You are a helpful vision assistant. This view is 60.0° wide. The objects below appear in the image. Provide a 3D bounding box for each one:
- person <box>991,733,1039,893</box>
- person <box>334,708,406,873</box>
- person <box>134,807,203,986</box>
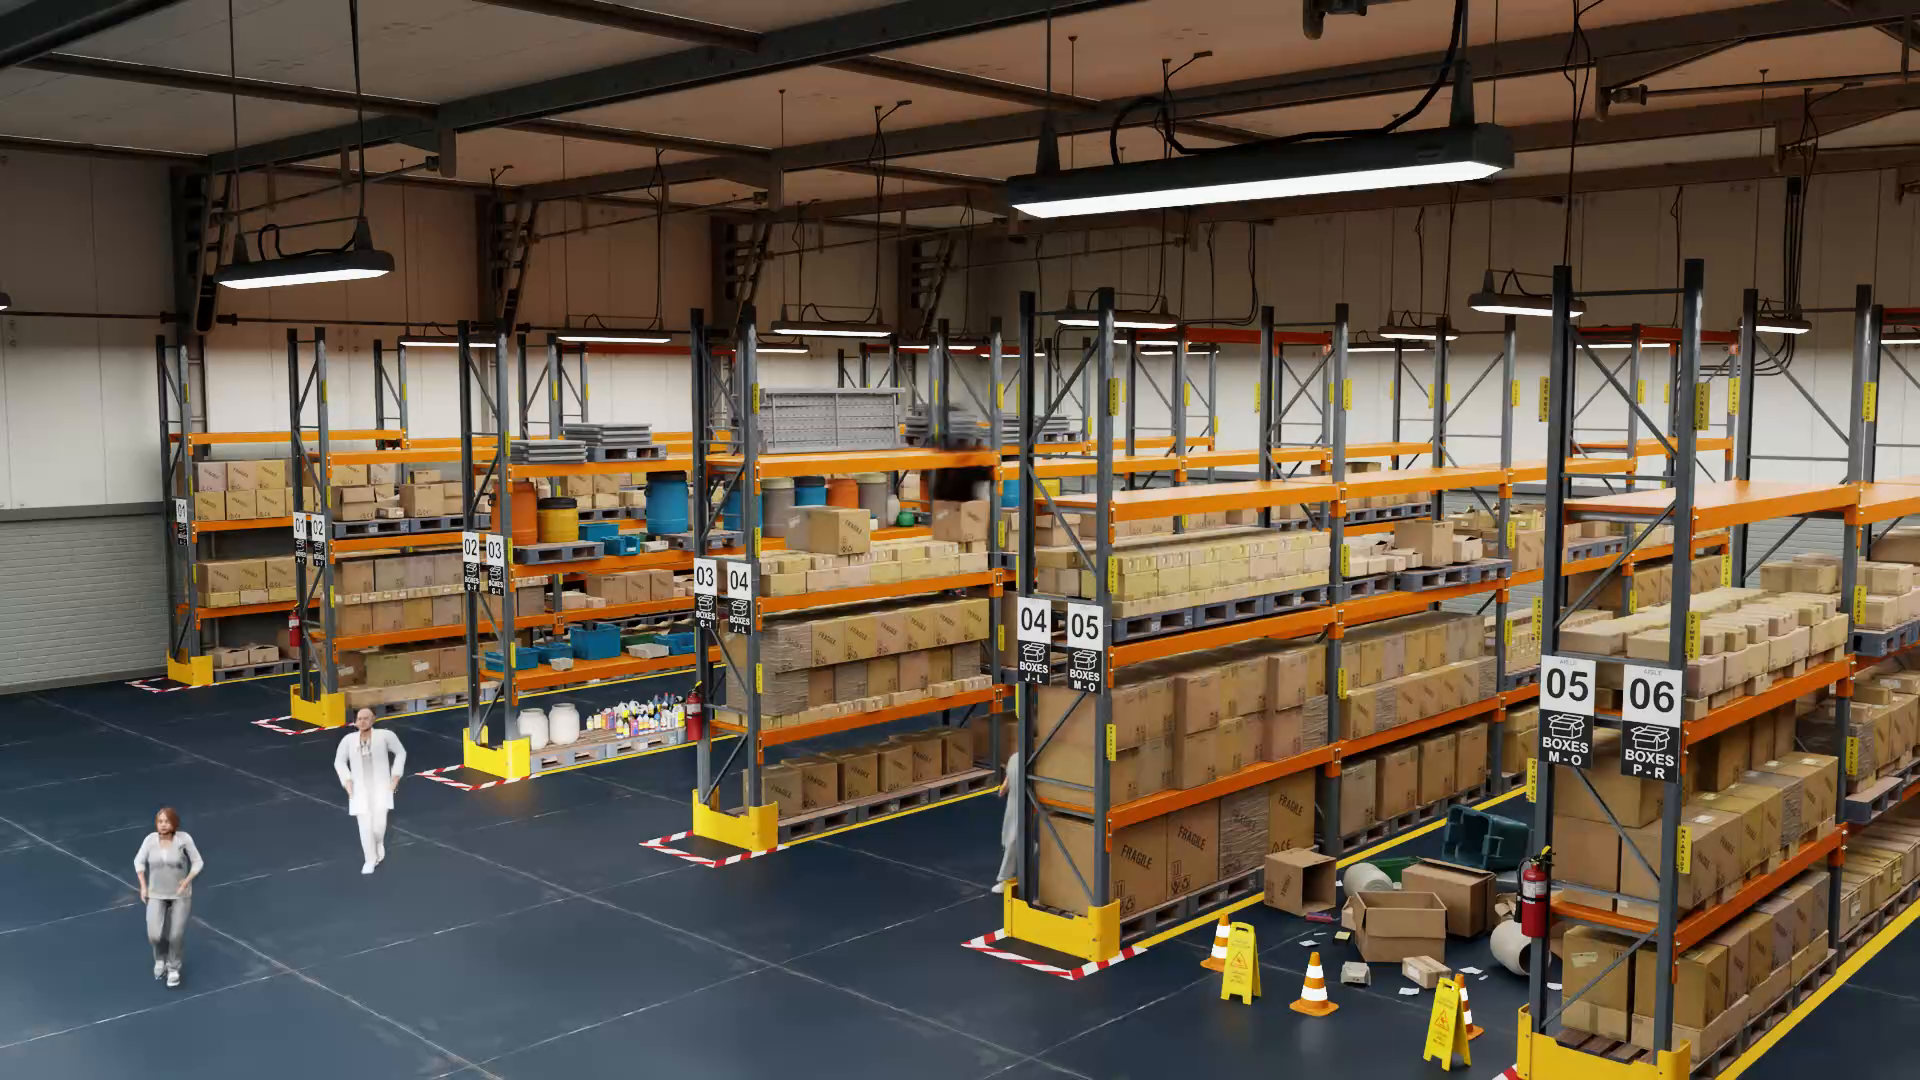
[{"bbox_3d":[0.614,2.758,17.082,0.583,1.609,0.856,5,7,43],"label":"person"},{"bbox_3d":[-6.261,2.654,17.648,0.716,1.733,0.574,-1,6,-13],"label":"person"},{"bbox_3d":[-6.750,3.058,14.190,0.545,1.561,0.530,-2,6,-20],"label":"person"}]
